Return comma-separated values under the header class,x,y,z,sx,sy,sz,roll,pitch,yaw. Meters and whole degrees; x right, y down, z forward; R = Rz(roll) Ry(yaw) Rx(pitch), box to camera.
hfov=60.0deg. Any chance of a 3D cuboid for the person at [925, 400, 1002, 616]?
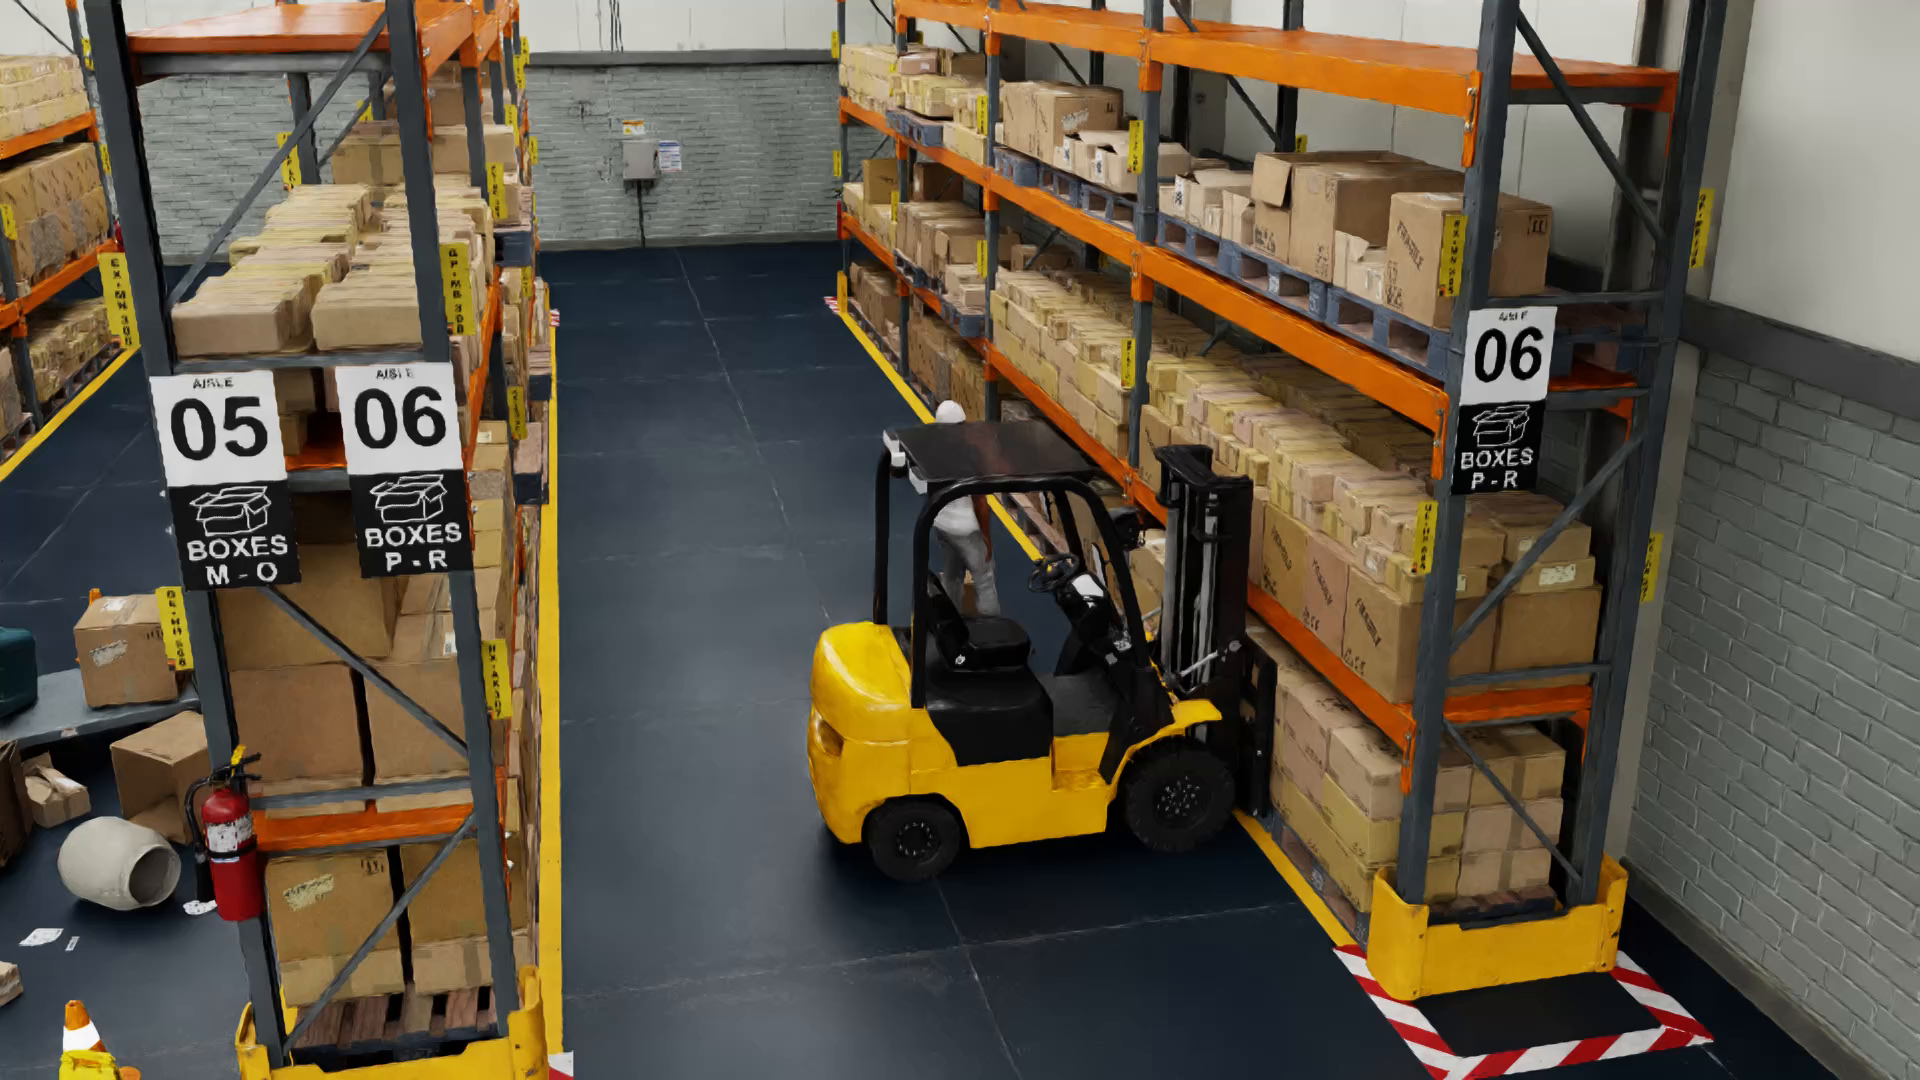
class,x,y,z,sx,sy,sz,roll,pitch,yaw
person,0.093,-0.086,11.273,0.541,1.771,0.685,-14,24,-34
